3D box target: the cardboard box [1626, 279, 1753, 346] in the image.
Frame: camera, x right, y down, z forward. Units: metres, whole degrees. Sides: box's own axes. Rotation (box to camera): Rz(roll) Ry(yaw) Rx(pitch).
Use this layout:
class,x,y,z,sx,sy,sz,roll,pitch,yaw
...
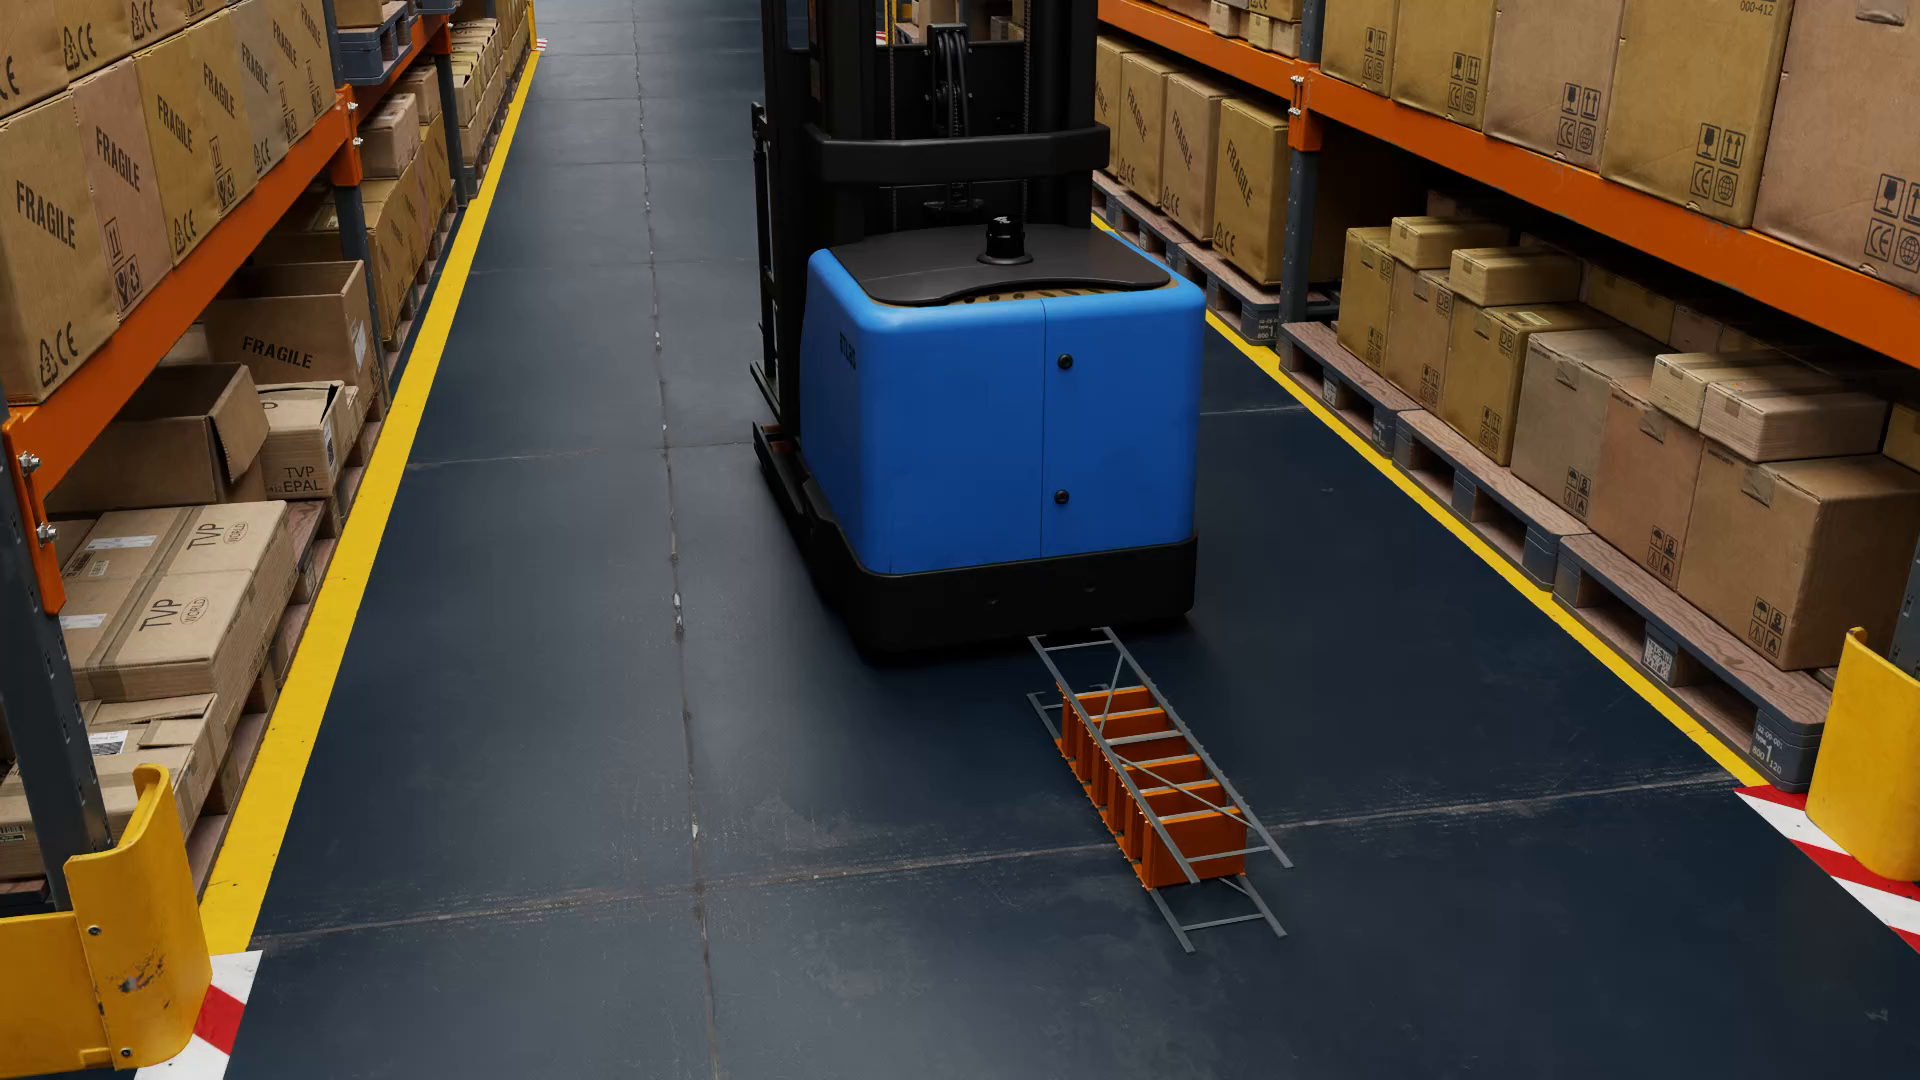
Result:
class,x,y,z,sx,sy,sz,roll,pitch,yaw
cardboard box,2.466,-0.763,5.536,0.380,0.149,0.250,-4,24,-9

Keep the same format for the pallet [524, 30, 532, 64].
class,x,y,z,sx,sy,sz,roll,pitch,yaw
pallet,-4.934,-5.036,17.017,1.003,0.211,1.213,-4,24,-10

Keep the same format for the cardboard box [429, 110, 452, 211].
class,x,y,z,sx,sy,sz,roll,pitch,yaw
cardboard box,-3.233,-2.170,9.545,0.500,0.500,0.500,-3,24,-8

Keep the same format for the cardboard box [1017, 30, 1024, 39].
class,x,y,z,sx,sy,sz,roll,pitch,yaw
cardboard box,0.843,-3.771,13.210,0.700,0.500,0.500,-4,24,-9

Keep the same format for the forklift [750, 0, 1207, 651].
class,x,y,z,sx,sy,sz,roll,pitch,yaw
forklift,-0.166,-1.583,5.713,1.130,2.935,3.031,-6,24,-14

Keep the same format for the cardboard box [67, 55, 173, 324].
class,x,y,z,sx,sy,sz,roll,pitch,yaw
cardboard box,-2.081,-0.761,3.619,0.500,0.500,0.500,-5,24,-10

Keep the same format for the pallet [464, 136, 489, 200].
class,x,y,z,sx,sy,sz,roll,pitch,yaw
pallet,-3.751,-2.514,11.242,1.003,0.211,1.213,-4,24,-10

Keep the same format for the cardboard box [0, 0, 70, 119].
class,x,y,z,sx,sy,sz,roll,pitch,yaw
cardboard box,-1.980,-1.016,2.955,0.500,0.500,0.500,-4,24,-8

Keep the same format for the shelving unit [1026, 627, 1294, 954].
class,x,y,z,sx,sy,sz,roll,pitch,yaw
shelving unit,0.460,0.578,4.181,0.258,0.189,1.200,-6,25,-14

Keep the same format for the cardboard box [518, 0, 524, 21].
class,x,y,z,sx,sy,sz,roll,pitch,yaw
cardboard box,-4.525,-5.306,16.126,0.500,0.500,0.500,-4,24,-10

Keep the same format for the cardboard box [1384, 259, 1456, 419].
class,x,y,z,sx,sy,sz,roll,pitch,yaw
cardboard box,2.098,-0.807,6.448,0.700,0.500,0.500,-5,24,-10

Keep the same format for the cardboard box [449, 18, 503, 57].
class,x,y,z,sx,sy,sz,roll,pitch,yaw
cardboard box,-4.020,-4.089,13.576,0.500,0.311,0.500,-4,24,-10

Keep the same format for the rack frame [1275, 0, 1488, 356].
class,x,y,z,sx,sy,sz,roll,pitch,yaw
rack frame,1.970,-2.260,7.176,1.000,3.000,0.127,-4,24,-10

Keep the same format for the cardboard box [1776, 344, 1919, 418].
class,x,y,z,sx,sy,sz,roll,pitch,yaw
cardboard box,2.607,-0.463,4.851,0.380,0.149,0.250,-4,24,-10

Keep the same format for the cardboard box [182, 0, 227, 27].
class,x,y,z,sx,sy,sz,roll,pitch,yaw
cardboard box,-2.267,-1.618,4.333,0.500,0.500,0.500,-5,24,-10

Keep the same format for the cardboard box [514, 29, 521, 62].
class,x,y,z,sx,sy,sz,roll,pitch,yaw
cardboard box,-4.339,-4.569,15.376,0.500,0.250,0.500,-4,24,-10

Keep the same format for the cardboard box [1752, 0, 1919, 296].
class,x,y,z,sx,sy,sz,roll,pitch,yaw
cardboard box,2.606,-1.024,3.971,0.980,0.700,0.700,-3,24,-7

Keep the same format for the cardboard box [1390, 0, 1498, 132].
class,x,y,z,sx,sy,sz,roll,pitch,yaw
cardboard box,2.184,-1.895,5.966,0.980,0.700,0.700,-5,24,-11

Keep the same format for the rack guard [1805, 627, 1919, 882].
class,x,y,z,sx,sy,sz,roll,pitch,yaw
rack guard,2.714,0.469,4.052,1.175,0.500,0.348,-4,24,-10

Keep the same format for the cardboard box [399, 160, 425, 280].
class,x,y,z,sx,sy,sz,roll,pitch,yaw
cardboard box,-2.942,-1.562,8.152,0.500,0.500,0.500,-4,24,-9

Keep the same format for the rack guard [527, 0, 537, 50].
class,x,y,z,sx,sy,sz,roll,pitch,yaw
rack guard,-5.121,-5.475,17.662,1.175,0.500,0.348,-4,24,-10

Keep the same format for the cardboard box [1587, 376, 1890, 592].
class,x,y,z,sx,sy,sz,roll,pitch,yaw
cardboard box,2.390,-0.198,5.054,0.700,0.500,0.500,-4,24,-10

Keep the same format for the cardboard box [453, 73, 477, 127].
class,x,y,z,sx,sy,sz,roll,pitch,yaw
cardboard box,-3.445,-2.882,10.811,0.500,0.311,0.500,-4,24,-8

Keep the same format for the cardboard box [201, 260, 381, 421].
class,x,y,z,sx,sy,sz,roll,pitch,yaw
cardboard box,-2.513,-0.744,6.280,0.500,0.500,0.500,-4,24,-10

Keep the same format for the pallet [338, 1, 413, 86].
class,x,y,z,sx,sy,sz,roll,pitch,yaw
pallet,-2.938,-2.126,7.110,1.003,0.211,1.213,-4,24,-10

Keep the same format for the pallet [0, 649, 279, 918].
class,x,y,z,sx,sy,sz,roll,pitch,yaw
pallet,-2.320,0.617,4.075,1.003,0.211,1.213,-4,24,-10

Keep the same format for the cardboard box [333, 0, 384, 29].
class,x,y,z,sx,sy,sz,roll,pitch,yaw
cardboard box,-2.765,-2.333,6.694,0.700,0.500,0.500,-13,27,-27

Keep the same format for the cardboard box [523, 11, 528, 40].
class,x,y,z,sx,sy,sz,roll,pitch,yaw
cardboard box,-4.622,-5.159,16.725,0.500,0.250,0.500,-4,24,-10

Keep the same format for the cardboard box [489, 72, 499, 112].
class,x,y,z,sx,sy,sz,roll,pitch,yaw
cardboard box,-3.828,-3.429,12.763,0.500,0.250,0.500,-4,24,-9

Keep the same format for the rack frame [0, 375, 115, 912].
class,x,y,z,sx,sy,sz,roll,pitch,yaw
rack frame,-2.157,-0.318,2.731,1.000,3.000,0.127,-4,24,-10

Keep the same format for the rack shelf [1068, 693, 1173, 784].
class,x,y,z,sx,sy,sz,roll,pitch,yaw
rack shelf,0.418,0.514,4.326,0.258,0.180,0.103,-6,25,-14

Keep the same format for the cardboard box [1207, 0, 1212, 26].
class,x,y,z,sx,sy,sz,roll,pitch,yaw
cardboard box,1.470,-2.669,8.402,0.380,0.149,0.250,-4,24,-10

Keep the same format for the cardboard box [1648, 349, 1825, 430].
class,x,y,z,sx,sy,sz,roll,pitch,yaw
cardboard box,2.232,-0.436,4.788,0.380,0.149,0.250,-4,24,-8

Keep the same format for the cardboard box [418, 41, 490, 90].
class,x,y,z,sx,sy,sz,roll,pitch,yaw
cardboard box,-3.738,-3.491,12.205,0.500,0.311,0.500,-5,24,-10

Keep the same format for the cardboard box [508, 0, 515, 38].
class,x,y,z,sx,sy,sz,roll,pitch,yaw
cardboard box,-4.255,-4.716,14.774,0.500,0.500,0.500,-4,24,-10

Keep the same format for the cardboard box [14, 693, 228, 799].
class,x,y,z,sx,sy,sz,roll,pitch,yaw
cardboard box,-1.943,0.490,3.870,0.380,0.166,0.250,-4,24,-10

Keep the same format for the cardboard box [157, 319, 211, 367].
class,x,y,z,sx,sy,sz,roll,pitch,yaw
cardboard box,-3.032,-0.680,6.368,0.500,0.311,0.500,-4,24,-10

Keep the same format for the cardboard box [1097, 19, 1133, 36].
class,x,y,z,sx,sy,sz,roll,pitch,yaw
cardboard box,1.003,-3.741,12.204,0.500,0.250,0.500,-4,24,-9

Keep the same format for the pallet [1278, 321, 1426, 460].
class,x,y,z,sx,sy,sz,roll,pitch,yaw
pallet,2.034,-0.677,7.036,1.003,0.211,1.213,-4,24,-10

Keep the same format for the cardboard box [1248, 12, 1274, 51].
class,x,y,z,sx,sy,sz,roll,pitch,yaw
cardboard box,1.560,-2.363,7.702,0.380,0.149,0.250,-4,24,-9

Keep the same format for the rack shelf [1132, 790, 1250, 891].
class,x,y,z,sx,sy,sz,roll,pitch,yaw
rack shelf,0.542,0.702,3.902,0.258,0.180,0.103,-6,25,-14

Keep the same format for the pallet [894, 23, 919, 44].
class,x,y,z,sx,sy,sz,roll,pitch,yaw
pallet,-0.119,-5.350,17.735,1.003,0.211,1.213,-4,24,-10

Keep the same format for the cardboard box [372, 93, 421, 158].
class,x,y,z,sx,sy,sz,roll,pitch,yaw
cardboard box,-3.025,-2.090,8.424,0.500,0.250,0.500,-5,24,-11

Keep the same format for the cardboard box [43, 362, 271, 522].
class,x,y,z,sx,sy,sz,roll,pitch,yaw
cardboard box,-2.545,-0.210,5.053,0.797,0.503,0.637,-4,24,-10

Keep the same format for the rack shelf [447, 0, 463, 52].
class,x,y,z,sx,sy,sz,roll,pitch,yaw
rack shelf,-4.007,-3.922,11.881,1.077,0.370,4.000,-4,24,-10

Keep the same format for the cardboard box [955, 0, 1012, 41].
class,x,y,z,sx,sy,sz,roll,pitch,yaw
cardboard box,0.260,-4.868,15.721,0.500,0.500,0.500,-6,24,-14

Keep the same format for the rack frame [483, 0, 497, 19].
class,x,y,z,sx,sy,sz,roll,pitch,yaw
rack frame,-4.376,-5.038,13.538,1.000,3.000,0.127,-4,24,-10

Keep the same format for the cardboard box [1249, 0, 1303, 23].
class,x,y,z,sx,sy,sz,roll,pitch,yaw
cardboard box,1.637,-2.614,7.465,0.500,0.500,0.500,-5,24,-11

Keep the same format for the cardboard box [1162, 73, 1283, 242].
class,x,y,z,sx,sy,sz,roll,pitch,yaw
cardboard box,1.555,-2.062,8.885,0.750,0.750,0.750,-4,24,-8

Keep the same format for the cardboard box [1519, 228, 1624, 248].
class,x,y,z,sx,sy,sz,roll,pitch,yaw
cardboard box,2.325,-1.063,6.224,0.380,0.149,0.250,-5,24,-11

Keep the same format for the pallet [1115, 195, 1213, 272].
class,x,y,z,sx,sy,sz,roll,pitch,yaw
pallet,1.525,-1.760,9.517,1.003,0.211,1.213,-4,24,-10

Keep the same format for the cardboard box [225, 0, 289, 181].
class,x,y,z,sx,sy,sz,roll,pitch,yaw
cardboard box,-2.359,-1.355,4.980,0.500,0.500,0.500,-4,24,-9

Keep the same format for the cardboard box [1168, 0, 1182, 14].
class,x,y,z,sx,sy,sz,roll,pitch,yaw
cardboard box,1.358,-2.978,9.109,0.380,0.149,0.250,-4,24,-9

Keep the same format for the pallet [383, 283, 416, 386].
class,x,y,z,sx,sy,sz,roll,pitch,yaw
pallet,-3.085,-0.931,7.617,1.003,0.211,1.213,-4,24,-10

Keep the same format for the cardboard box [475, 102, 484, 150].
class,x,y,z,sx,sy,sz,roll,pitch,yaw
cardboard box,-3.539,-2.823,11.376,0.500,0.250,0.500,-5,24,-11
